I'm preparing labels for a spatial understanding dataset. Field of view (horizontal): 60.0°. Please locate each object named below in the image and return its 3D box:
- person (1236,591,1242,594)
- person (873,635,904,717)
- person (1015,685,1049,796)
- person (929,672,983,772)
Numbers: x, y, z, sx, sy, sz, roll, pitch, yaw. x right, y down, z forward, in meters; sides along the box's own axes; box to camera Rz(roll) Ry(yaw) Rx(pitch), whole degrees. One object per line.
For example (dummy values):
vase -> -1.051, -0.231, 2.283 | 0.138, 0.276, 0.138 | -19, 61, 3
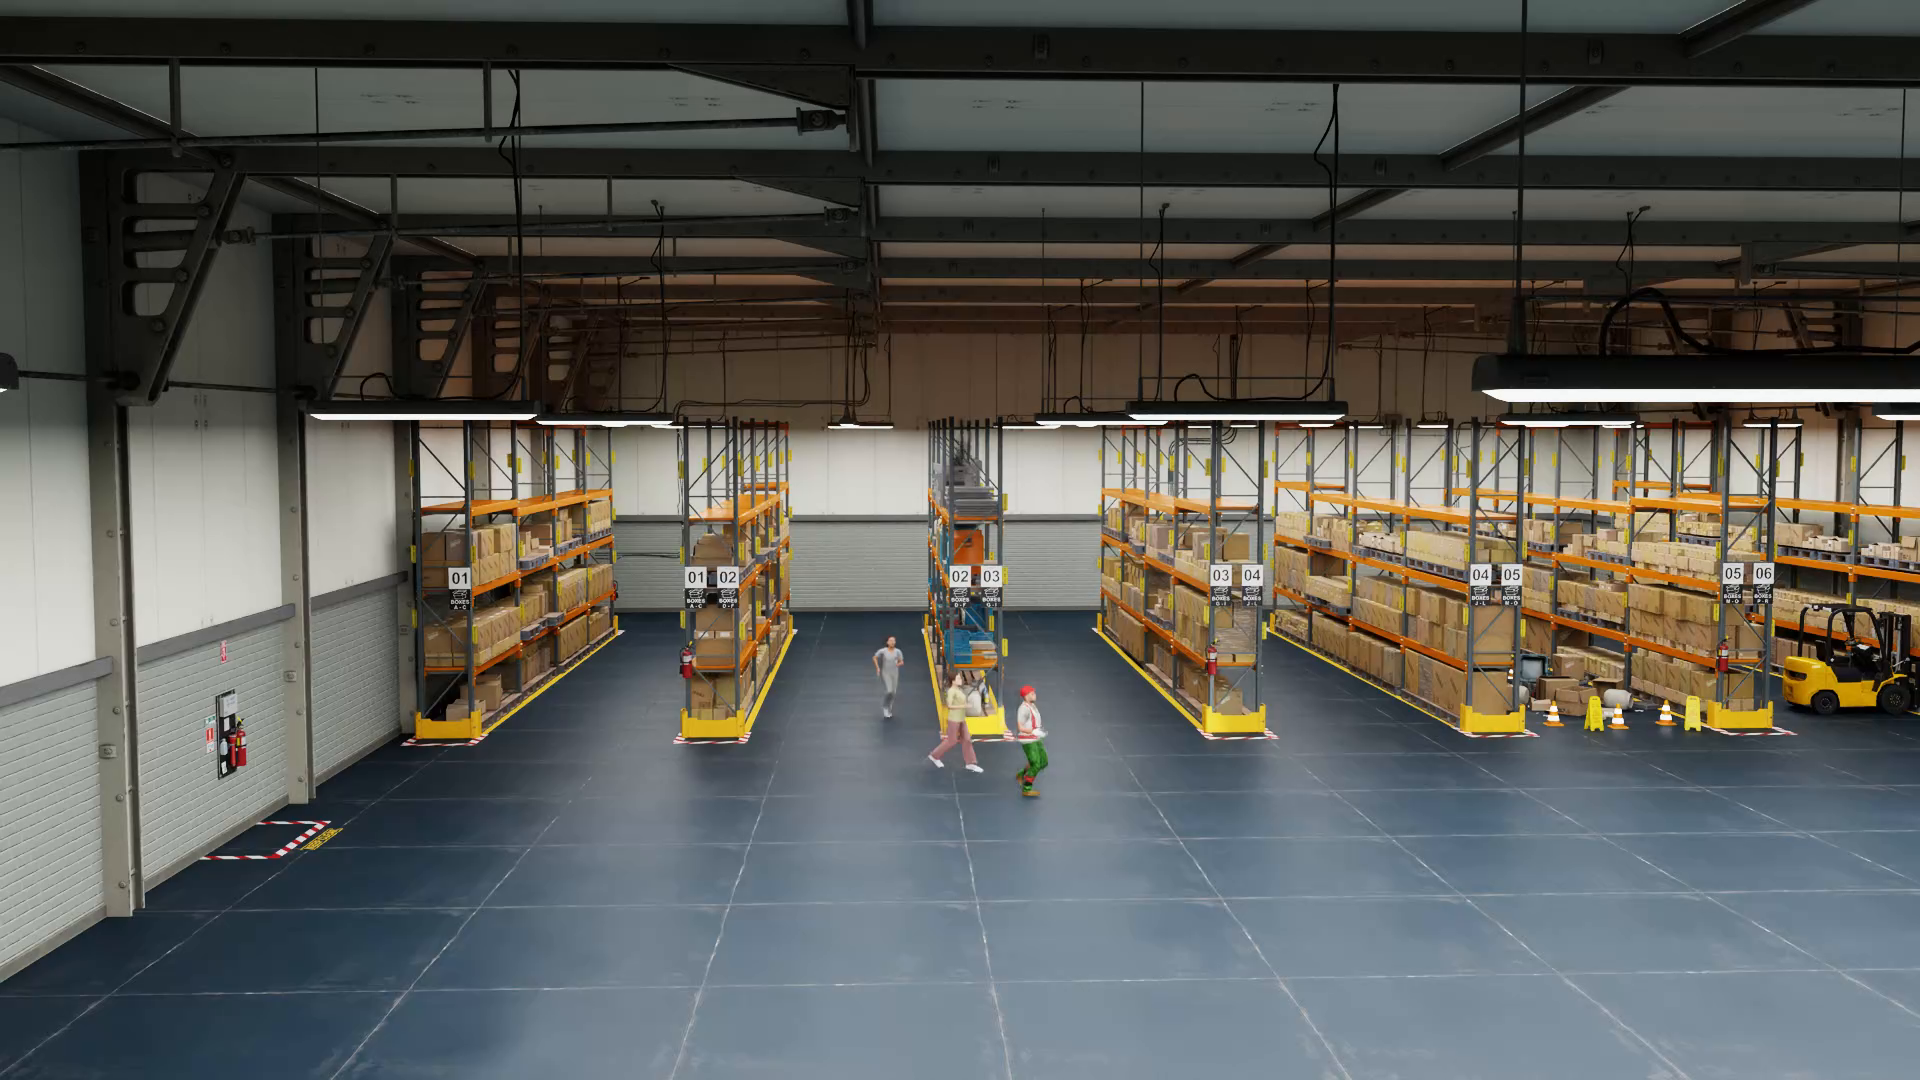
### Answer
person -> 7.864, 1.727, 48.257 | 0.692, 1.687, 0.776 | -3, 4, -34
person -> -1.391, 2.717, 33.180 | 0.552, 1.639, 0.613 | -2, 4, -22
person -> 1.124, 3.146, 26.084 | 0.605, 1.739, 0.650 | 1, 4, 21
person -> -0.074, 3.043, 27.872 | 0.951, 1.673, 0.574 | 1, 4, 21
